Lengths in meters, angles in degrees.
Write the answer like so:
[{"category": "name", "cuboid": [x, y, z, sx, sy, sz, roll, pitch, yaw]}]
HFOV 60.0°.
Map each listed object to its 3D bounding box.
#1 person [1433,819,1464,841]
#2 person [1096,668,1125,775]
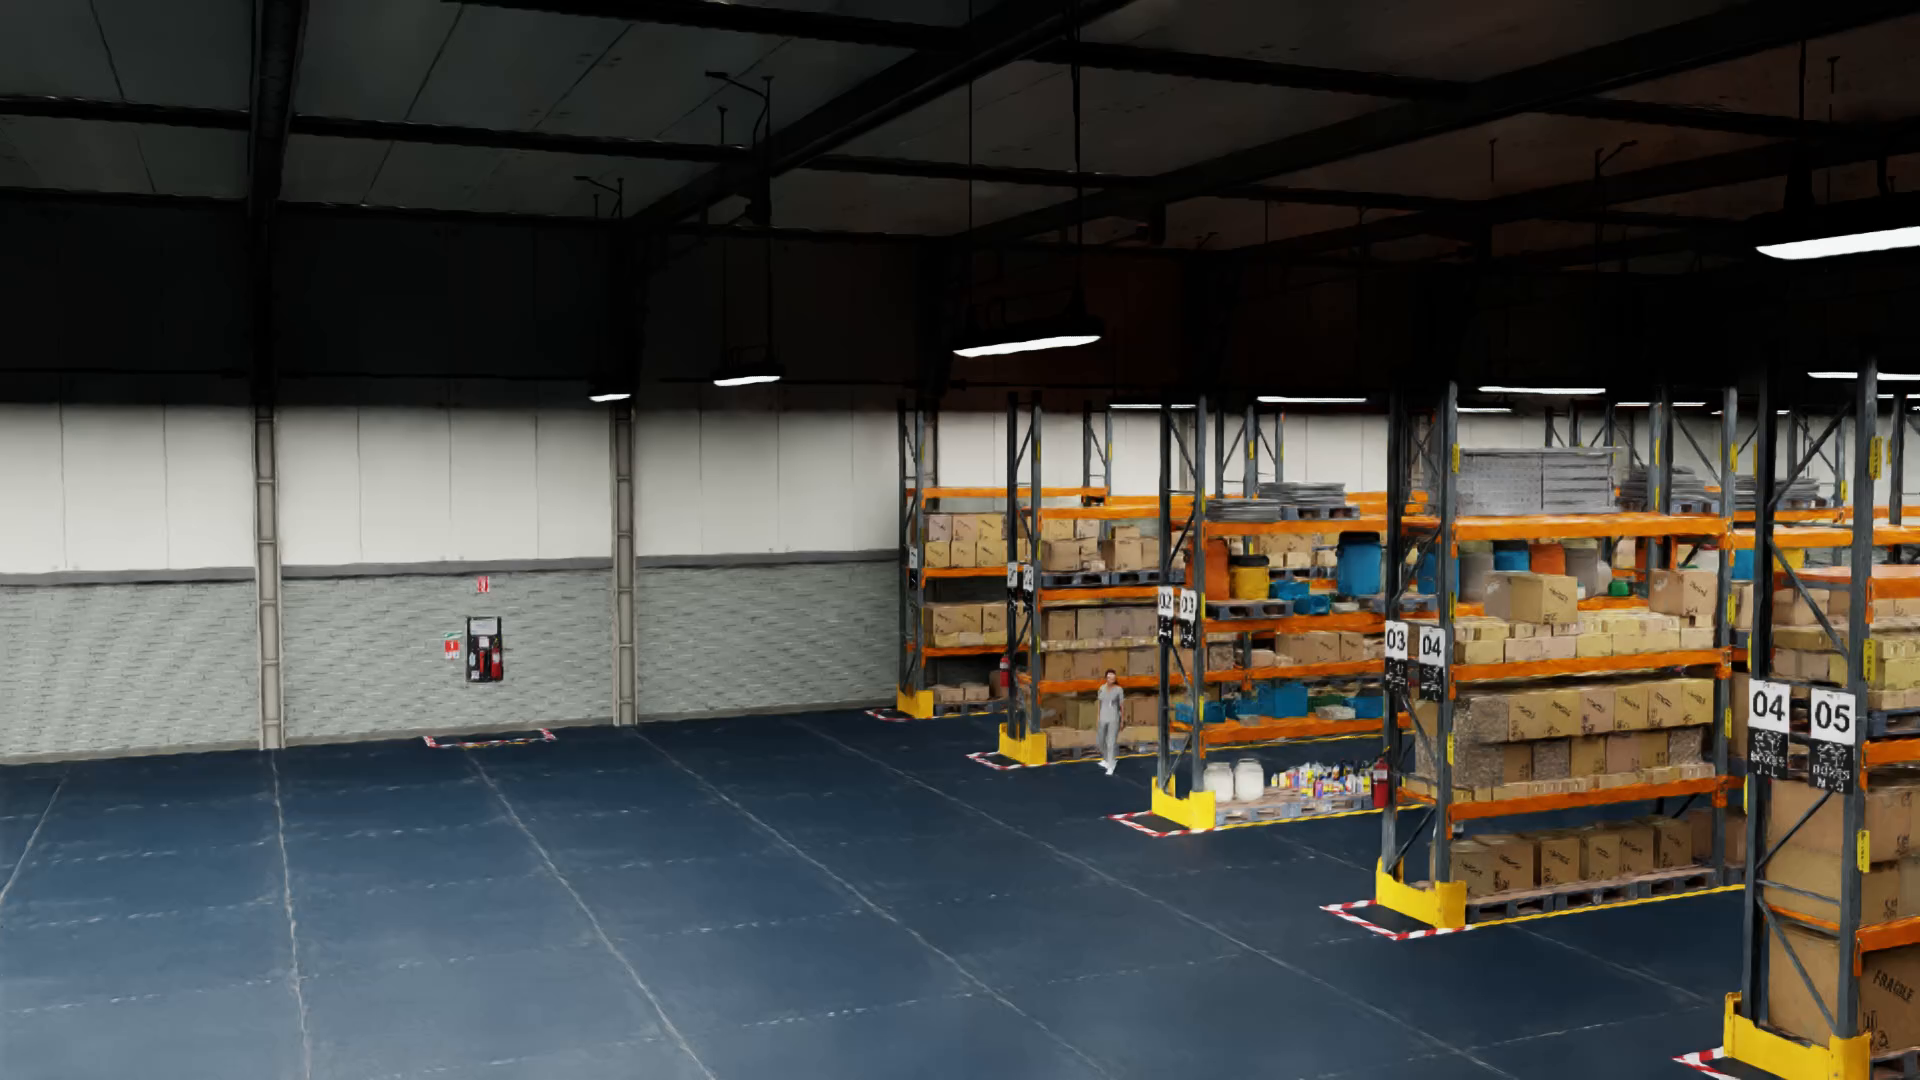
[{"category": "person", "cuboid": [6.169, 3.038, 20.688, 0.443, 1.787, 0.600, 2, 4, 36]}, {"category": "person", "cuboid": [2.369, 2.814, 26.021, 0.504, 1.659, 0.533, 2, 4, 31]}]
